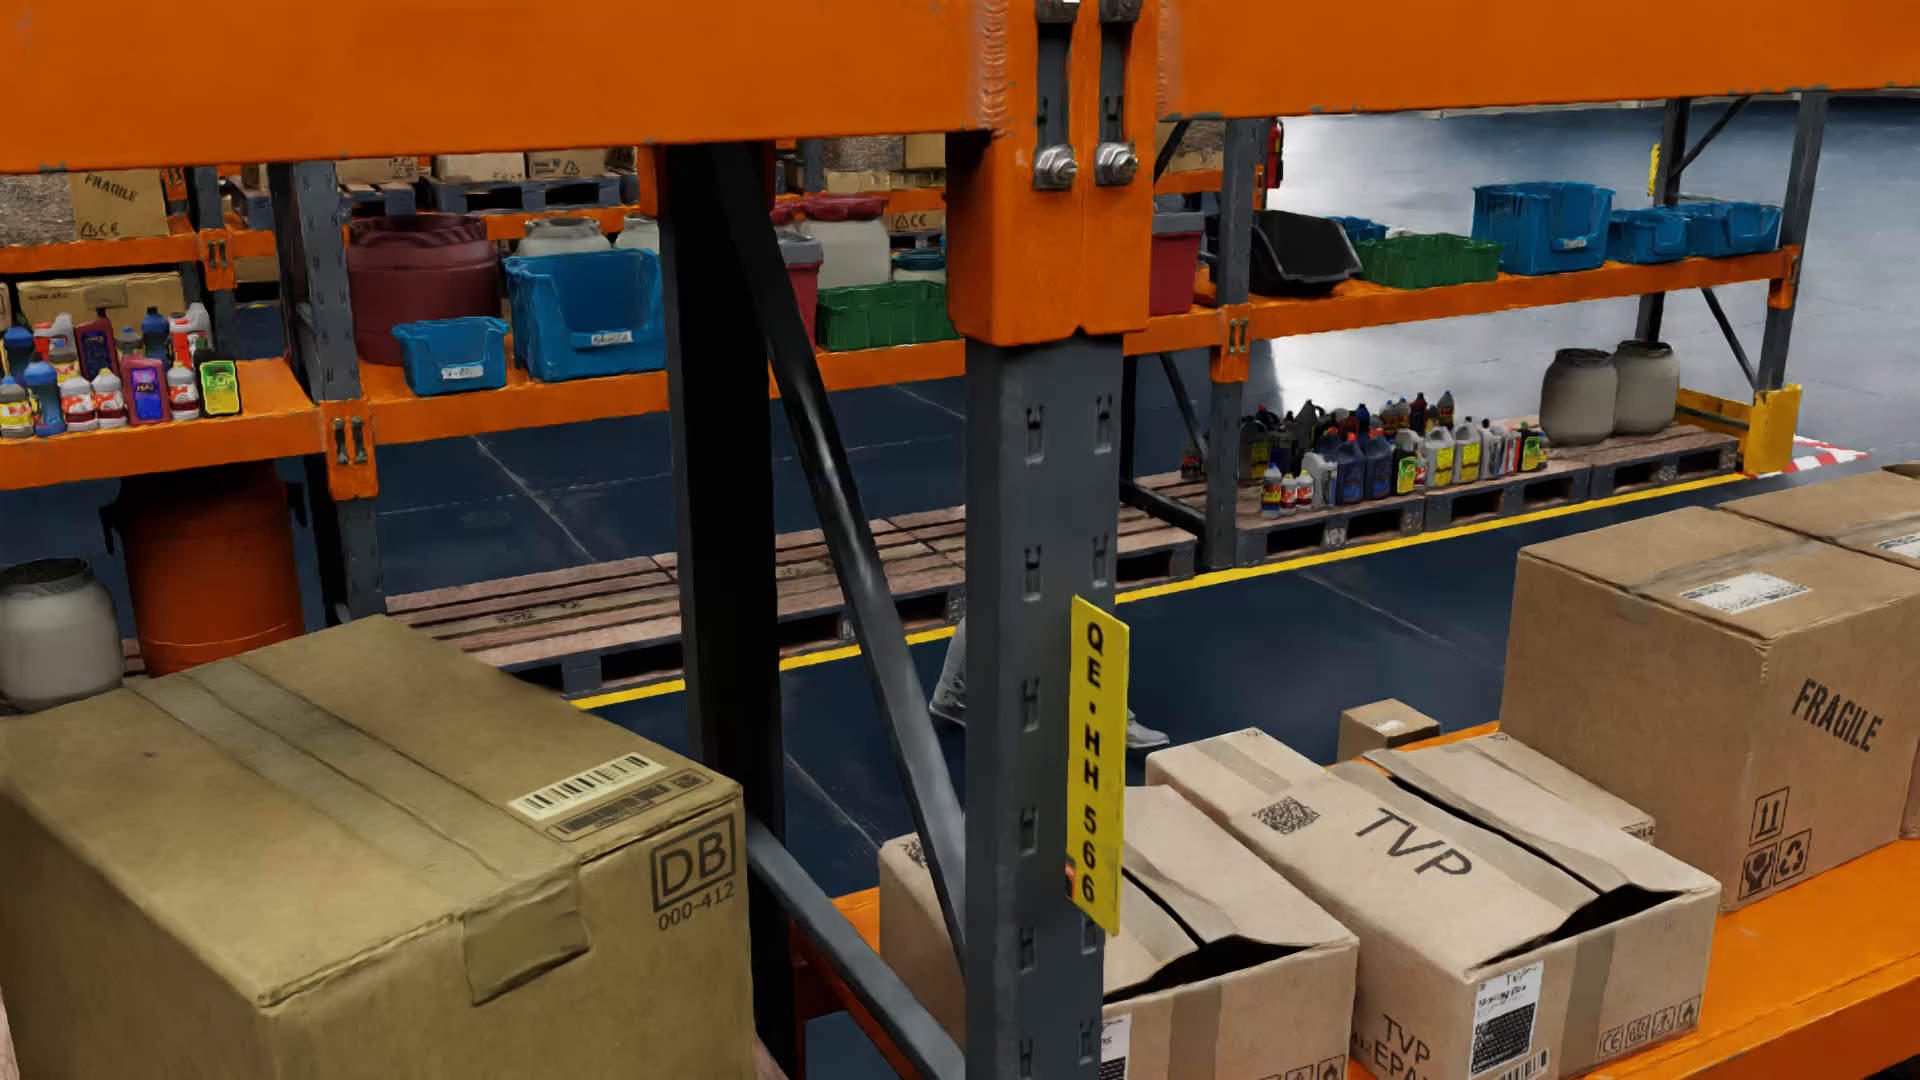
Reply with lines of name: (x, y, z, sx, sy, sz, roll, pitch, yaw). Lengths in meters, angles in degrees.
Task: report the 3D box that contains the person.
person: (0.332, -0.004, 6.060, 0.958, 1.623, 0.468, 11, 21, 29)
